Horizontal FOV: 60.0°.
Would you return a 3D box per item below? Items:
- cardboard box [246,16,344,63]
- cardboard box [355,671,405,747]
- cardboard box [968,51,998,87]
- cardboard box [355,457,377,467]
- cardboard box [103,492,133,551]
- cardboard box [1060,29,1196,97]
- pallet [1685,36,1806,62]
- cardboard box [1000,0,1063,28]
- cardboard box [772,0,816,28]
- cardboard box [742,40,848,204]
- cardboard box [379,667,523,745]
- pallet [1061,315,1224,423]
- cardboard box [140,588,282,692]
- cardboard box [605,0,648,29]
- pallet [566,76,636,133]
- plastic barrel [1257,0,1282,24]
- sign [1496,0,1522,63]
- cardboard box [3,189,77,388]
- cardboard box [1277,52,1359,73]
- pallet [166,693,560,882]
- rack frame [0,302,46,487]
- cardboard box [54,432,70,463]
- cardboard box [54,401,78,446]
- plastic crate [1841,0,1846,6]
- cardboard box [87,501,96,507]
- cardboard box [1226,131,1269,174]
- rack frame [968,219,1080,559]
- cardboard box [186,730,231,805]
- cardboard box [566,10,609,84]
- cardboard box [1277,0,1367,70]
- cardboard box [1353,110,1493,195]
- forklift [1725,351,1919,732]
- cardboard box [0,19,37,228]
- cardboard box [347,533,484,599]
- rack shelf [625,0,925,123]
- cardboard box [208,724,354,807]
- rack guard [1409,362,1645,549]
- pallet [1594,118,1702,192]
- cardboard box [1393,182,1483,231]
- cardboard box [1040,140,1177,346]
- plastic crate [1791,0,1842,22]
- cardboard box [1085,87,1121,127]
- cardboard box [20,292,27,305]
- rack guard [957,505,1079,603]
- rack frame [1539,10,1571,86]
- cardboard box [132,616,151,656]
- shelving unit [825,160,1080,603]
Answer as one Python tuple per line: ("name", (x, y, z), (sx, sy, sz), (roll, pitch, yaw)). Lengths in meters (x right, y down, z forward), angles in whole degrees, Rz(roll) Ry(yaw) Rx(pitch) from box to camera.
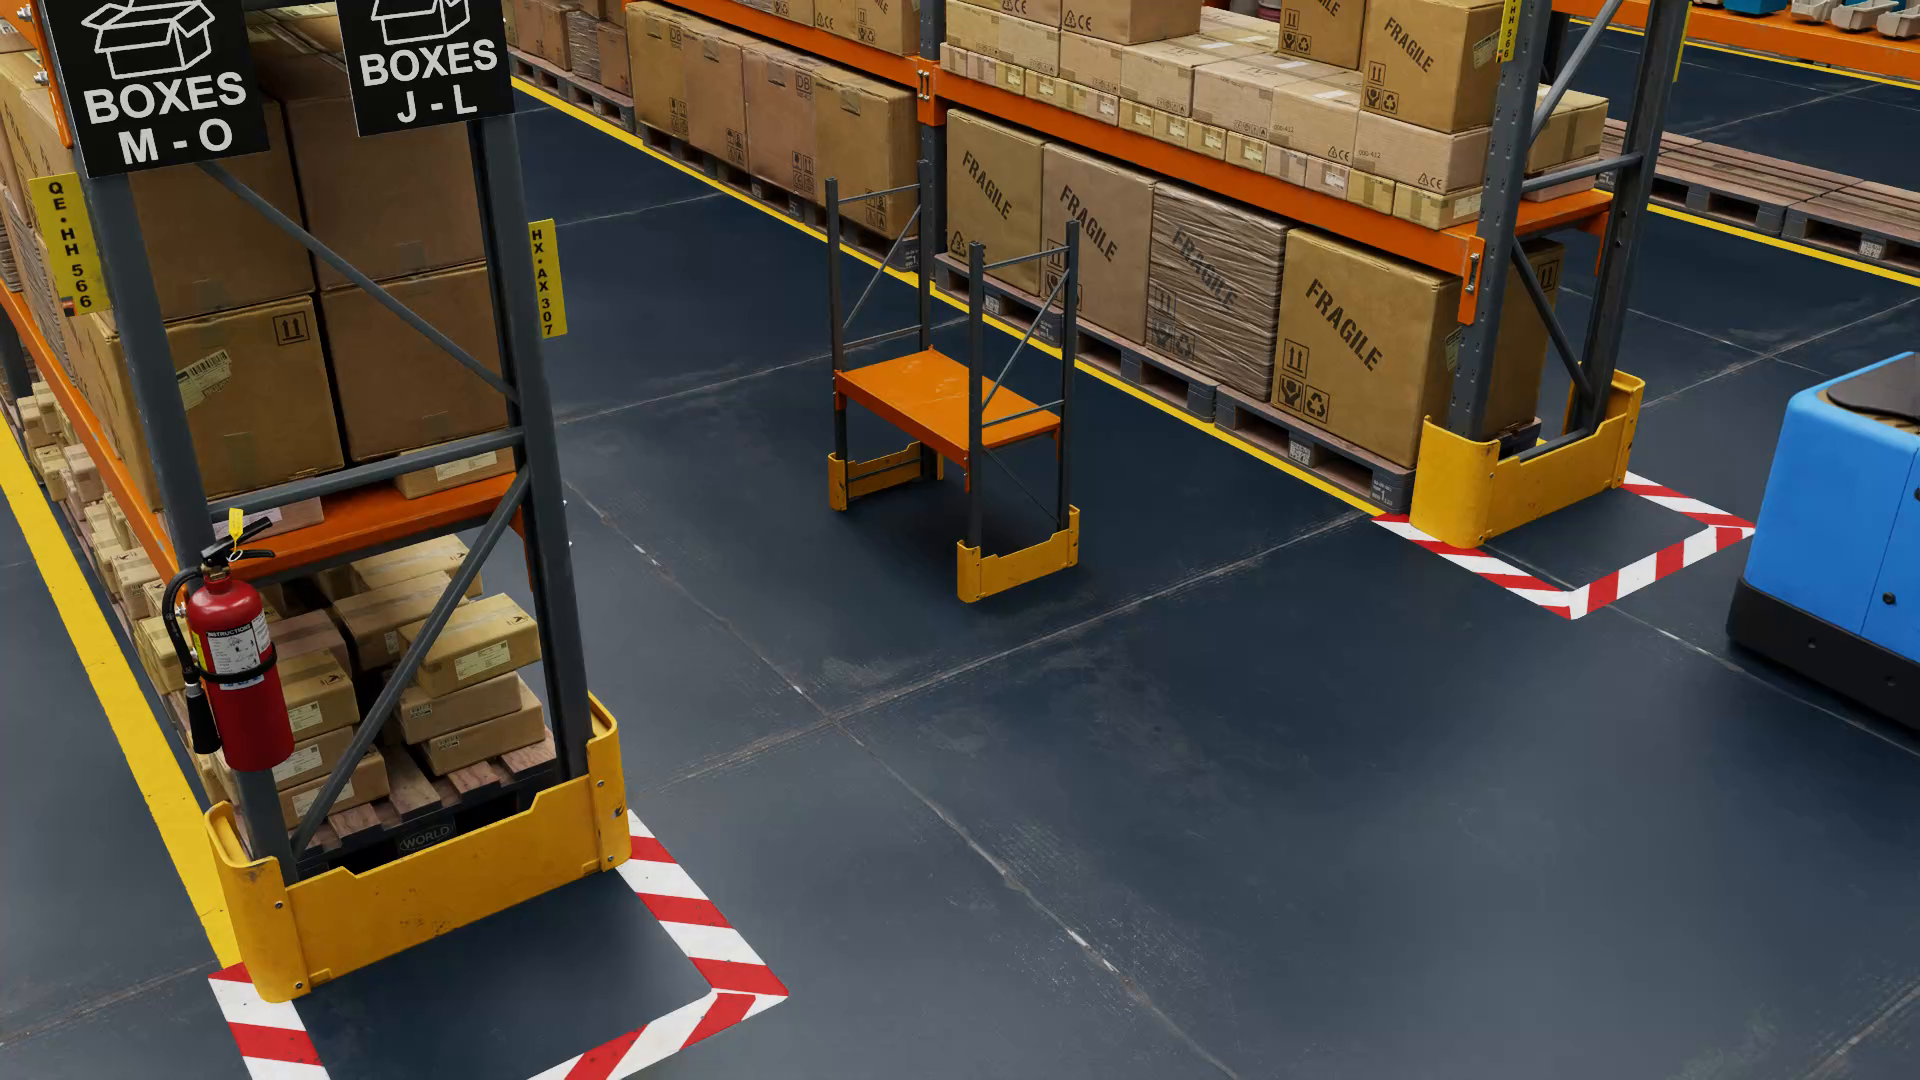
("cardboard box", (-1.909, -1.226, 4.901), (0.500, 0.500, 0.500), (-18, 33, -29))
("cardboard box", (-1.829, 0.527, 5.683), (0.380, 0.149, 0.250), (-19, 34, -31))
("cardboard box", (0.264, -2.639, 9.229), (0.380, 0.149, 0.250), (-20, 34, -32))
("cardboard box", (-1.670, -0.363, 5.039), (0.380, 0.149, 0.250), (-17, 33, -29))
("cardboard box", (-2.971, -0.112, 6.237), (0.380, 0.149, 0.250), (-19, 34, -30))
("cardboard box", (0.860, -2.474, 8.507), (0.500, 0.250, 0.500), (-18, 33, -29))
("pallet", (7.780, -4.880, 16.014), (1.003, 0.211, 1.213), (-19, 34, -31))
("cardboard box", (0.560, -3.002, 8.695), (0.500, 0.500, 0.500), (-19, 34, -31))
("cardboard box", (-0.872, -3.604, 10.638), (0.500, 0.500, 0.500), (-19, 34, -31))
("cardboard box", (-0.695, -2.900, 11.233), (1.225, 0.875, 0.875), (-20, 34, -32))
("cardboard box", (-1.662, 0.493, 5.434), (0.380, 0.149, 0.250), (-17, 33, -29))
("pallet", (1.301, -1.041, 8.946), (1.003, 0.211, 1.213), (-19, 34, -31))
("cardboard box", (-2.433, 0.322, 5.437), (0.380, 0.149, 0.250), (-20, 34, -32))
("cardboard box", (-2.522, -4.290, 13.379), (0.500, 0.250, 0.500), (-17, 33, -29))
("pallet", (-2.561, -3.692, 13.828), (1.003, 0.211, 1.213), (-19, 34, -31))
("plastic barrel", (2.879, -4.485, 14.452), (0.600, 0.588, 0.708), (-19, 34, -31))
("sign", (2.082, -1.972, 6.276), (0.100, 0.325, 0.005), (-19, 34, -31))
("cardboard box", (-2.634, -0.844, 5.244), (0.500, 0.500, 0.500), (-19, 34, -30))
("cardboard box", (1.878, -2.226, 8.052), (0.500, 0.250, 0.500), (-20, 34, -32))
("pallet", (-2.054, 0.701, 5.739), (1.003, 0.211, 1.213), (-19, 34, -31))
("rack frame", (-3.887, -1.725, 7.283), (1.000, 3.000, 0.127), (-19, 34, -31))
("cardboard box", (-3.718, -0.484, 7.234), (0.380, 0.149, 0.250), (-19, 34, -30))
("cardboard box", (-3.558, -0.518, 6.985), (0.380, 0.149, 0.250), (-19, 34, -31))
("plastic crate", (5.753, -3.643, 10.927), (0.416, 0.233, 0.300), (-19, 34, -31))
("cardboard box", (-3.409, -0.155, 6.940), (0.380, 0.149, 0.250), (-20, 34, -32))
("cardboard box", (1.463, -1.837, 7.753), (0.380, 0.149, 0.250), (-20, 34, -32))
("rack frame", (0.245, -0.495, 6.589), (0.500, 1.500, 0.032), (-19, 34, -31))
("cardboard box", (-2.274, 0.680, 5.402), (0.380, 0.149, 0.250), (-18, 33, -29))
("cardboard box", (-2.846, -4.175, 13.953), (0.700, 0.500, 0.500), (-22, 35, -35))
("cardboard box", (1.878, -2.553, 7.868), (0.500, 0.500, 0.500), (-20, 34, -32))
("cardboard box", (2.034, -1.683, 7.052), (0.500, 0.250, 0.500), (-19, 34, -31))
("forklift", (4.476, -1.067, 6.143), (3.031, 2.935, 1.130), (-18, 33, -29))
("cardboard box", (-2.638, -1.289, 5.017), (0.500, 0.500, 0.500), (-17, 33, -28))
("cardboard box", (-1.894, 0.132, 5.787), (0.380, 0.149, 0.250), (-19, 34, -31))
("rack shelf", (-0.949, -3.520, 11.342), (1.077, 0.370, 4.000), (-19, 34, -31))
("cardboard box", (-2.106, 0.642, 5.161), (0.380, 0.149, 0.250), (-20, 34, -32))
("rack guard", (2.546, -0.396, 7.455), (1.175, 0.500, 0.348), (-19, 34, -31))
("pallet", (4.704, -2.929, 12.422), (1.003, 0.211, 1.213), (-19, 34, -31))
("cardboard box", (2.057, -1.440, 7.022), (0.380, 0.149, 0.250), (-18, 33, -30))
("cardboard box", (1.051, -1.681, 8.988), (0.875, 0.875, 0.875), (-19, 34, -31))
("plastic crate", (5.421, -3.380, 10.544), (0.298, 0.136, 0.250), (-19, 34, -31))
("cardboard box", (0.864, -2.237, 8.490), (0.380, 0.149, 0.250), (-18, 33, -30))
("cardboard box", (-3.336, -1.021, 6.250), (0.380, 0.149, 0.250), (-18, 33, -30))
("rack guard", (0.245, 0.054, 6.888), (0.587, 0.250, 0.087), (-19, 34, -31))
("rack frame", (4.246, -4.430, 12.263), (1.000, 3.000, 0.127), (-19, 34, -31))
("cardboard box", (-2.720, 0.242, 5.896), (0.380, 0.149, 0.250), (-18, 33, -30))
("shelving unit", (-0.044, -0.689, 6.947), (0.587, 1.500, 1.083), (-19, 34, -31))
